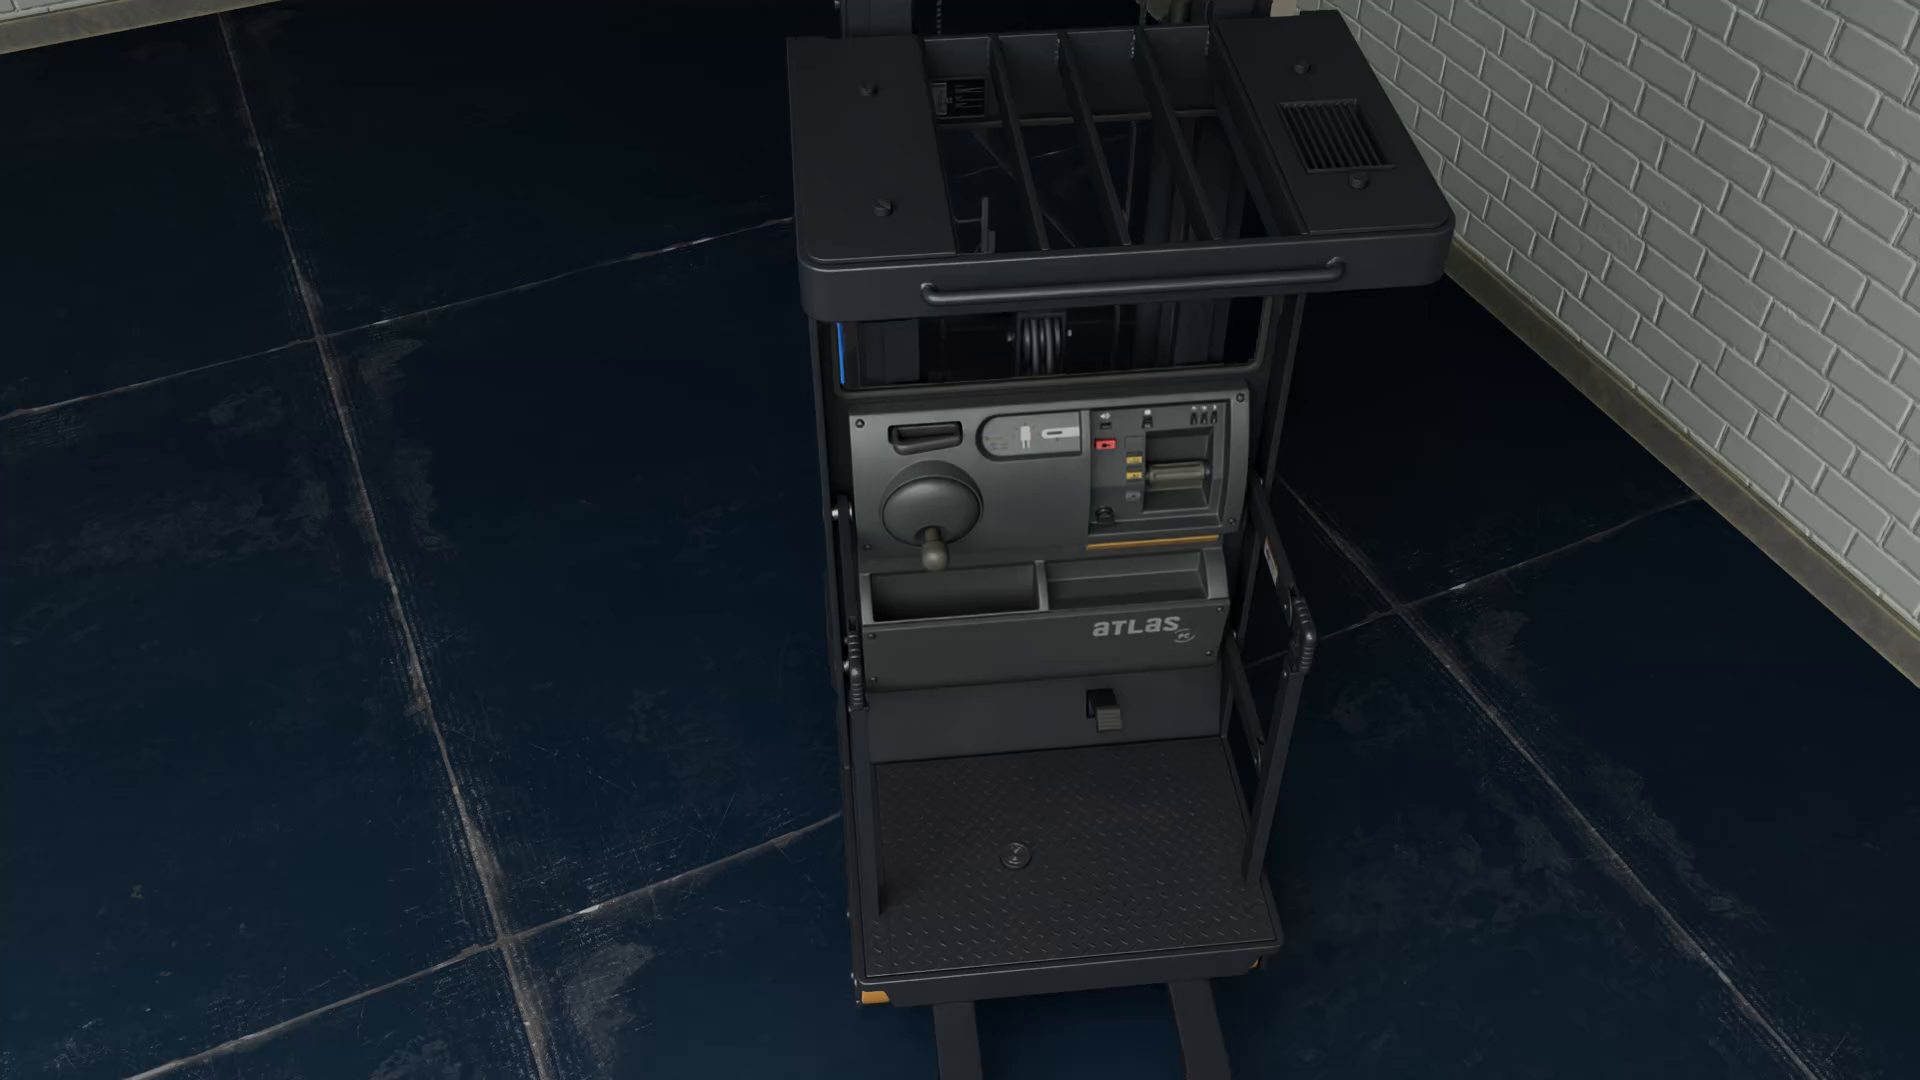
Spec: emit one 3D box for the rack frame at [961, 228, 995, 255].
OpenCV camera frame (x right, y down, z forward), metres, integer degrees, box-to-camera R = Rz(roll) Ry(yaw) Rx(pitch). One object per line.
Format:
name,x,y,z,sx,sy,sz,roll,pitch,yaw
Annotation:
rack frame,-0.015,-0.498,5.401,0.240,1.200,0.006,-4,45,-4

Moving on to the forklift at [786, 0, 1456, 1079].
forklift,0.237,-0.057,3.721,1.130,2.935,3.031,-4,45,-4

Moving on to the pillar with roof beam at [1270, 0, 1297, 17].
pillar with roof beam,-2.642,-3.962,3.358,9.100,9.000,0.400,-18,47,-17

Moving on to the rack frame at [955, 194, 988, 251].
rack frame,-0.034,-0.626,5.530,0.240,1.200,0.006,-4,45,-4

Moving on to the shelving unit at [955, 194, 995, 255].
shelving unit,-0.024,-0.562,5.466,0.258,1.200,0.189,-4,45,-4
